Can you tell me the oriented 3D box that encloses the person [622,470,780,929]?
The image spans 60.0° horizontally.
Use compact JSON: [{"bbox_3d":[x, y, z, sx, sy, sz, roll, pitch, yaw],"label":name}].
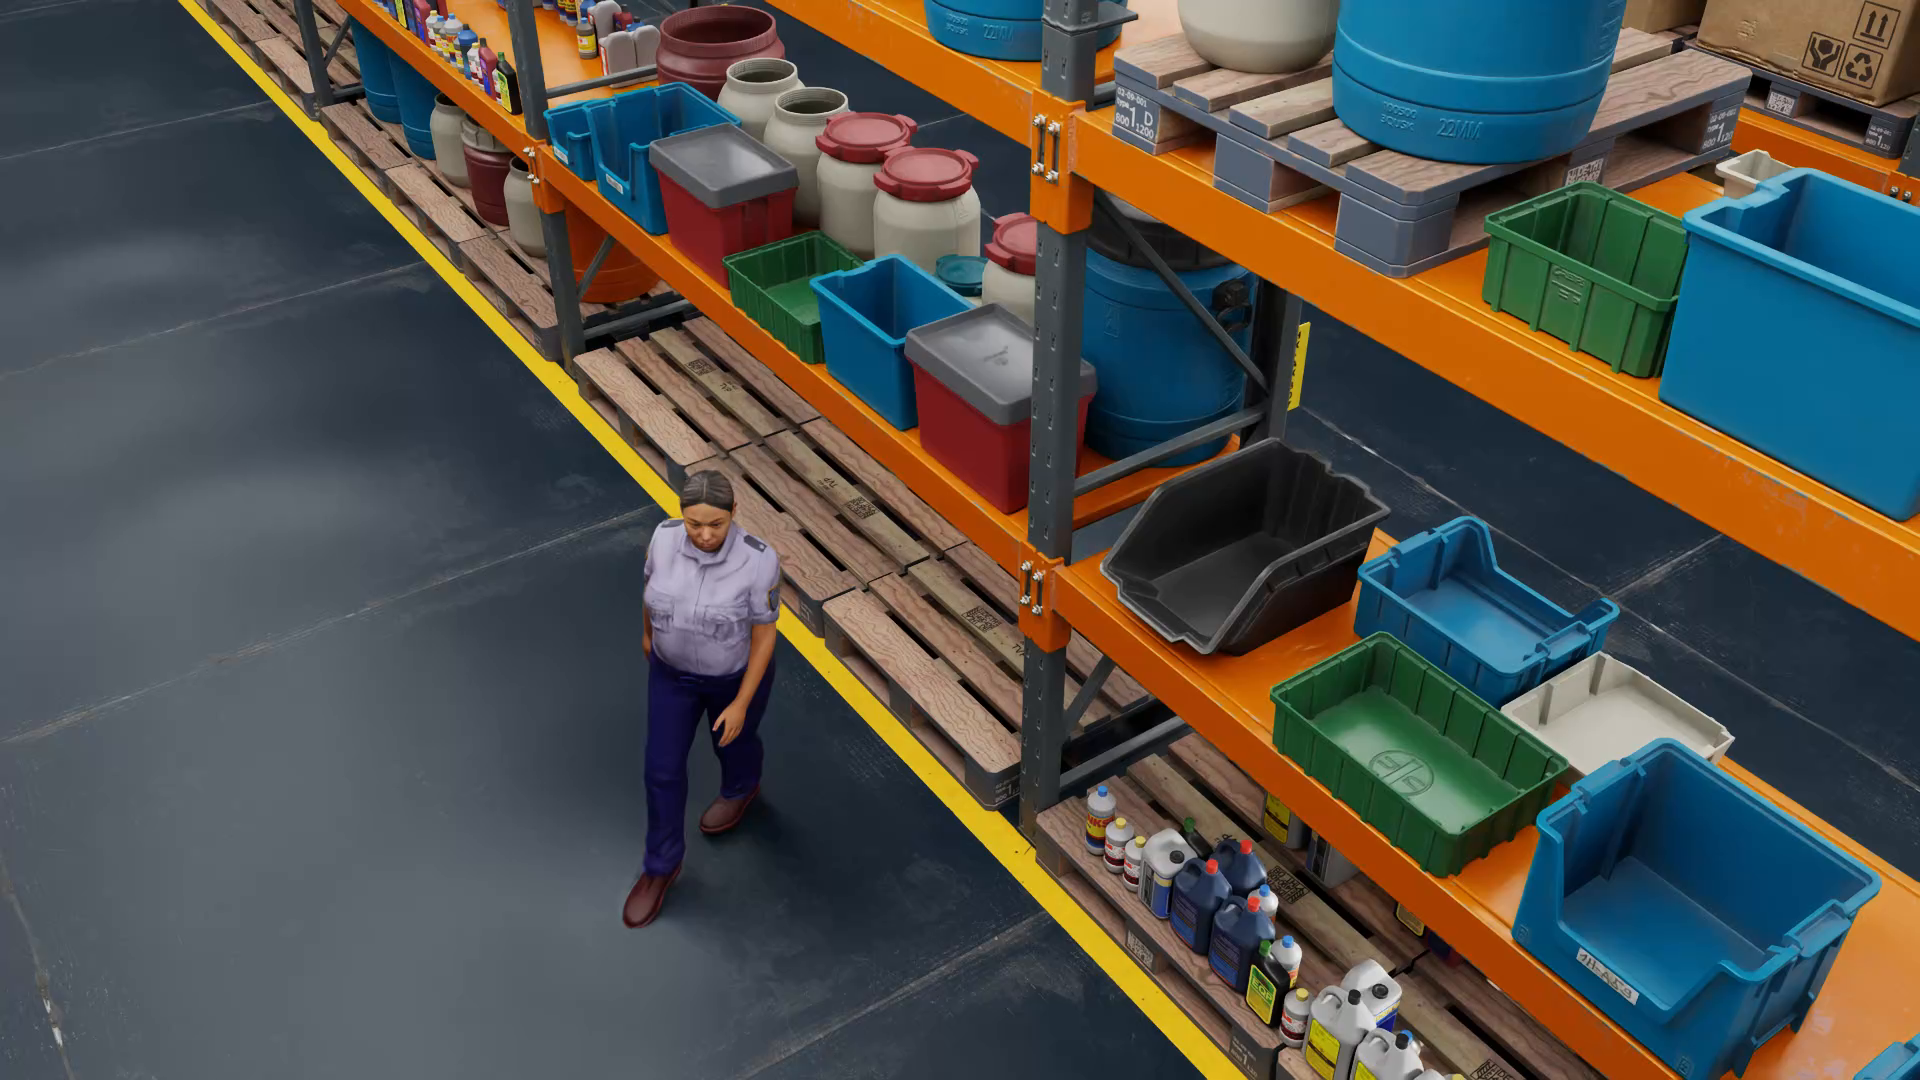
[{"bbox_3d":[-0.869,0.501,5.507,0.562,1.636,0.736,7,37,10],"label":"person"}]
